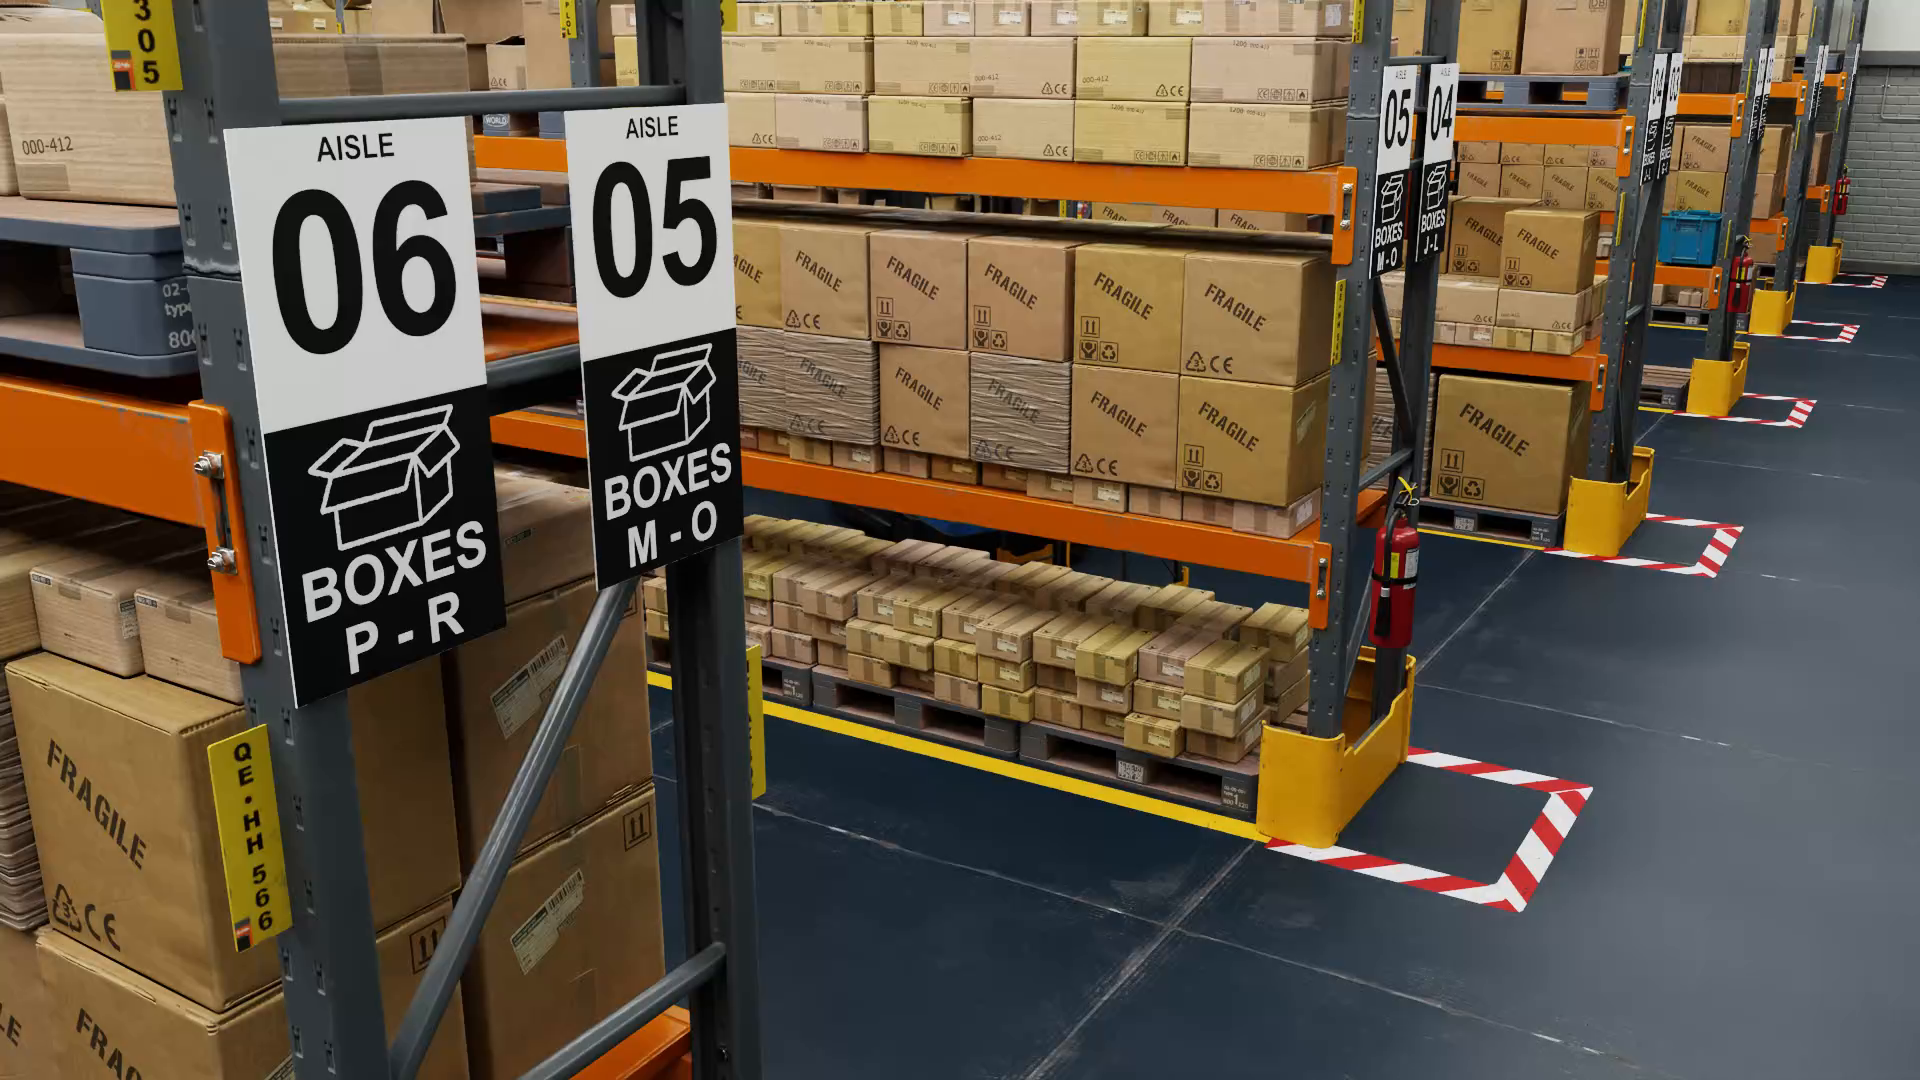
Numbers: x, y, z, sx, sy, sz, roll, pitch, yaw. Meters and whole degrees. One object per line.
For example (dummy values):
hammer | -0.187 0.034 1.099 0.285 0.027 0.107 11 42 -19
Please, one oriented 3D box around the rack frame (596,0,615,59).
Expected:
rack frame | -1.627 -3.755 8.260 0.053 2.616 0.949 10 20 30

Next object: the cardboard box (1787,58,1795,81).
cardboard box | 9.345 -5.446 19.245 0.500 0.250 0.500 10 20 30

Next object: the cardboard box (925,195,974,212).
cardboard box | -0.074 -2.827 13.629 0.637 0.503 0.797 10 20 31

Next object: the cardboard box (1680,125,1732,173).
cardboard box | 8.695 -4.544 19.286 0.500 0.500 0.500 11 20 32

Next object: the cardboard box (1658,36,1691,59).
cardboard box | 8.228 -5.712 19.261 0.500 0.250 0.500 10 20 30

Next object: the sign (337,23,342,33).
sign | -6.041 -4.861 16.172 0.005 0.325 0.100 10 20 30

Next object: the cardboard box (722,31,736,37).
cardboard box | -1.050 -2.499 7.999 0.250 0.149 0.380 10 20 29

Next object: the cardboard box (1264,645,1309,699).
cardboard box | 1.468 0.602 7.908 0.250 0.149 0.380 11 20 32

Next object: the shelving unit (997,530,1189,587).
shelving unit | 0.801 -0.366 10.004 0.587 1.500 1.083 -15 22 -40

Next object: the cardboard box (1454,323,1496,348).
cardboard box | 3.549 -1.419 11.322 0.250 0.149 0.380 10 20 30

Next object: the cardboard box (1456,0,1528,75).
cardboard box | 3.574 -3.401 11.191 0.500 0.500 0.700 9 19 28

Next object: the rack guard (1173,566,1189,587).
rack guard | 1.134 0.340 9.832 0.587 0.250 0.087 -15 22 -40

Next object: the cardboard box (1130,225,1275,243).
cardboard box | 1.103 -1.153 7.612 0.500 0.500 0.500 11 20 32

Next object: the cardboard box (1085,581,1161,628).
cardboard box | 0.811 0.340 8.260 0.250 0.149 0.380 9 19 27

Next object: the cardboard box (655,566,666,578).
cardboard box | -1.443 0.098 9.055 0.250 0.149 0.380 11 20 32

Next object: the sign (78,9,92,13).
sign | -5.335 -3.076 10.161 0.005 0.325 0.100 10 20 30

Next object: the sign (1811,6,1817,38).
sign | 9.342 -5.666 18.188 0.005 0.325 0.100 10 20 30

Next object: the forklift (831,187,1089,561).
forklift | -0.273 -1.580 11.541 1.130 2.935 3.031 -8 19 -26

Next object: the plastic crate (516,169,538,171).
plastic crate | -5.997 -5.076 23.185 0.616 0.251 0.499 10 20 30

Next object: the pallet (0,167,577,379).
pallet | -1.362 -0.537 2.980 1.213 0.211 1.003 10 20 30

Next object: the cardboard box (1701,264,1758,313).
cardboard box | 9.057 -2.977 19.566 0.500 0.500 0.500 10 20 30

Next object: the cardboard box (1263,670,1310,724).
cardboard box | 1.501 0.729 8.003 0.250 0.149 0.380 11 20 31

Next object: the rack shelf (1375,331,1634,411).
rack shelf | 2.757 -1.448 12.226 4.000 0.370 1.077 10 20 30

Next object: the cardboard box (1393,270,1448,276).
cardboard box | 3.321 -1.854 12.068 0.500 0.250 0.500 9 19 28

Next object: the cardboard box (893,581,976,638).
cardboard box | -0.125 0.343 8.252 0.250 0.149 0.380 10 20 30

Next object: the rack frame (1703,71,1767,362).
rack frame | 7.054 -2.715 15.158 0.127 3.000 1.000 10 20 30

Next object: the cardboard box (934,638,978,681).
cardboard box | 0.080 0.538 8.119 0.250 0.149 0.380 11 20 33

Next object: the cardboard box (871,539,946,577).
cardboard box | -0.276 0.127 8.962 0.250 0.149 0.380 9 19 27

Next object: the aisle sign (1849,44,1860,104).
aisle sign | 12.143 -6.327 22.577 0.004 0.787 0.394 10 20 30

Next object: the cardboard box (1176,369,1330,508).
cardboard box | 1.262 -0.470 7.084 0.500 0.500 0.500 11 20 31

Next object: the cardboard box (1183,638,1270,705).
cardboard box | 1.196 0.585 7.452 0.250 0.149 0.380 10 20 31

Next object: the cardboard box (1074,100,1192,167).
cardboard box | 0.815 -1.718 6.974 0.500 0.250 0.500 10 20 30

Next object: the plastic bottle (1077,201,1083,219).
plastic bottle | 1.308 -3.559 18.160 0.097 0.271 0.097 0 17 0

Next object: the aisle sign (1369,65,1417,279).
aisle sign | 1.685 -1.434 6.467 0.004 0.787 0.394 10 20 30

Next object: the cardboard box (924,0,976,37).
cardboard box | 0.043 -2.286 7.297 0.250 0.149 0.380 10 19 29

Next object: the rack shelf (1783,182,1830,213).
rack shelf | 10.534 -5.129 24.342 4.000 0.370 1.077 10 20 30

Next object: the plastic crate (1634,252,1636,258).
plastic crate | 6.264 -2.697 15.449 0.243 0.136 0.396 10 20 30

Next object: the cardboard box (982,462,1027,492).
cardboard box | 0.303 -0.352 7.813 0.250 0.149 0.380 9 19 28

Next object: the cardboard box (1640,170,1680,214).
cardboard box | 8.259 -4.145 19.694 0.500 0.500 0.500 10 20 30

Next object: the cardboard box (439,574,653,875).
cardboard box | -0.985 0.296 3.353 0.500 0.500 0.500 10 19 29

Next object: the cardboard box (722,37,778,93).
cardboard box | -0.922 -2.277 7.953 0.500 0.250 0.500 10 20 30

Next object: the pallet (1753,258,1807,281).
pallet | 11.516 -3.937 23.978 1.213 0.211 1.003 10 20 30

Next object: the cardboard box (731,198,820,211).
cardboard box | -1.087 -1.548 8.912 0.500 0.500 0.500 9 19 28

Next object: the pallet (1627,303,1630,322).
pallet | 7.869 -2.925 20.649 1.213 0.211 1.003 10 20 30

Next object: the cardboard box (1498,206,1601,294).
cardboard box | 3.909 -1.927 11.019 0.500 0.500 0.500 10 20 31

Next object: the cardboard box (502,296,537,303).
cardboard box | -2.302 -1.302 9.194 0.250 0.149 0.380 9 19 28

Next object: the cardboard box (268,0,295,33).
cardboard box | -4.159 -3.104 9.790 0.258 0.266 0.396 10 20 30

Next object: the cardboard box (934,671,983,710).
cardboard box | 0.080 0.680 8.165 0.250 0.149 0.380 11 20 31

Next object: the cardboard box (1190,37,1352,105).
cardboard box | 1.254 -1.885 6.663 0.500 0.250 0.500 9 19 28

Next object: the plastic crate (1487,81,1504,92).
plastic crate | 5.163 -4.277 15.593 0.530 0.136 0.437 10 20 30

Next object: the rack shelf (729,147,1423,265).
rack shelf | 0.076 -1.671 7.797 4.000 0.370 1.077 10 20 30

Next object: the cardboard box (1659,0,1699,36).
cardboard box | 8.339 -6.123 19.326 0.500 0.500 0.700 10 20 30

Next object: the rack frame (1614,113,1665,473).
rack frame | 4.460 -1.487 11.117 0.053 2.616 0.949 10 20 30

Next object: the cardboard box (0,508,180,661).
cardboard box | -1.628 0.073 2.970 0.250 0.149 0.380 10 20 30
